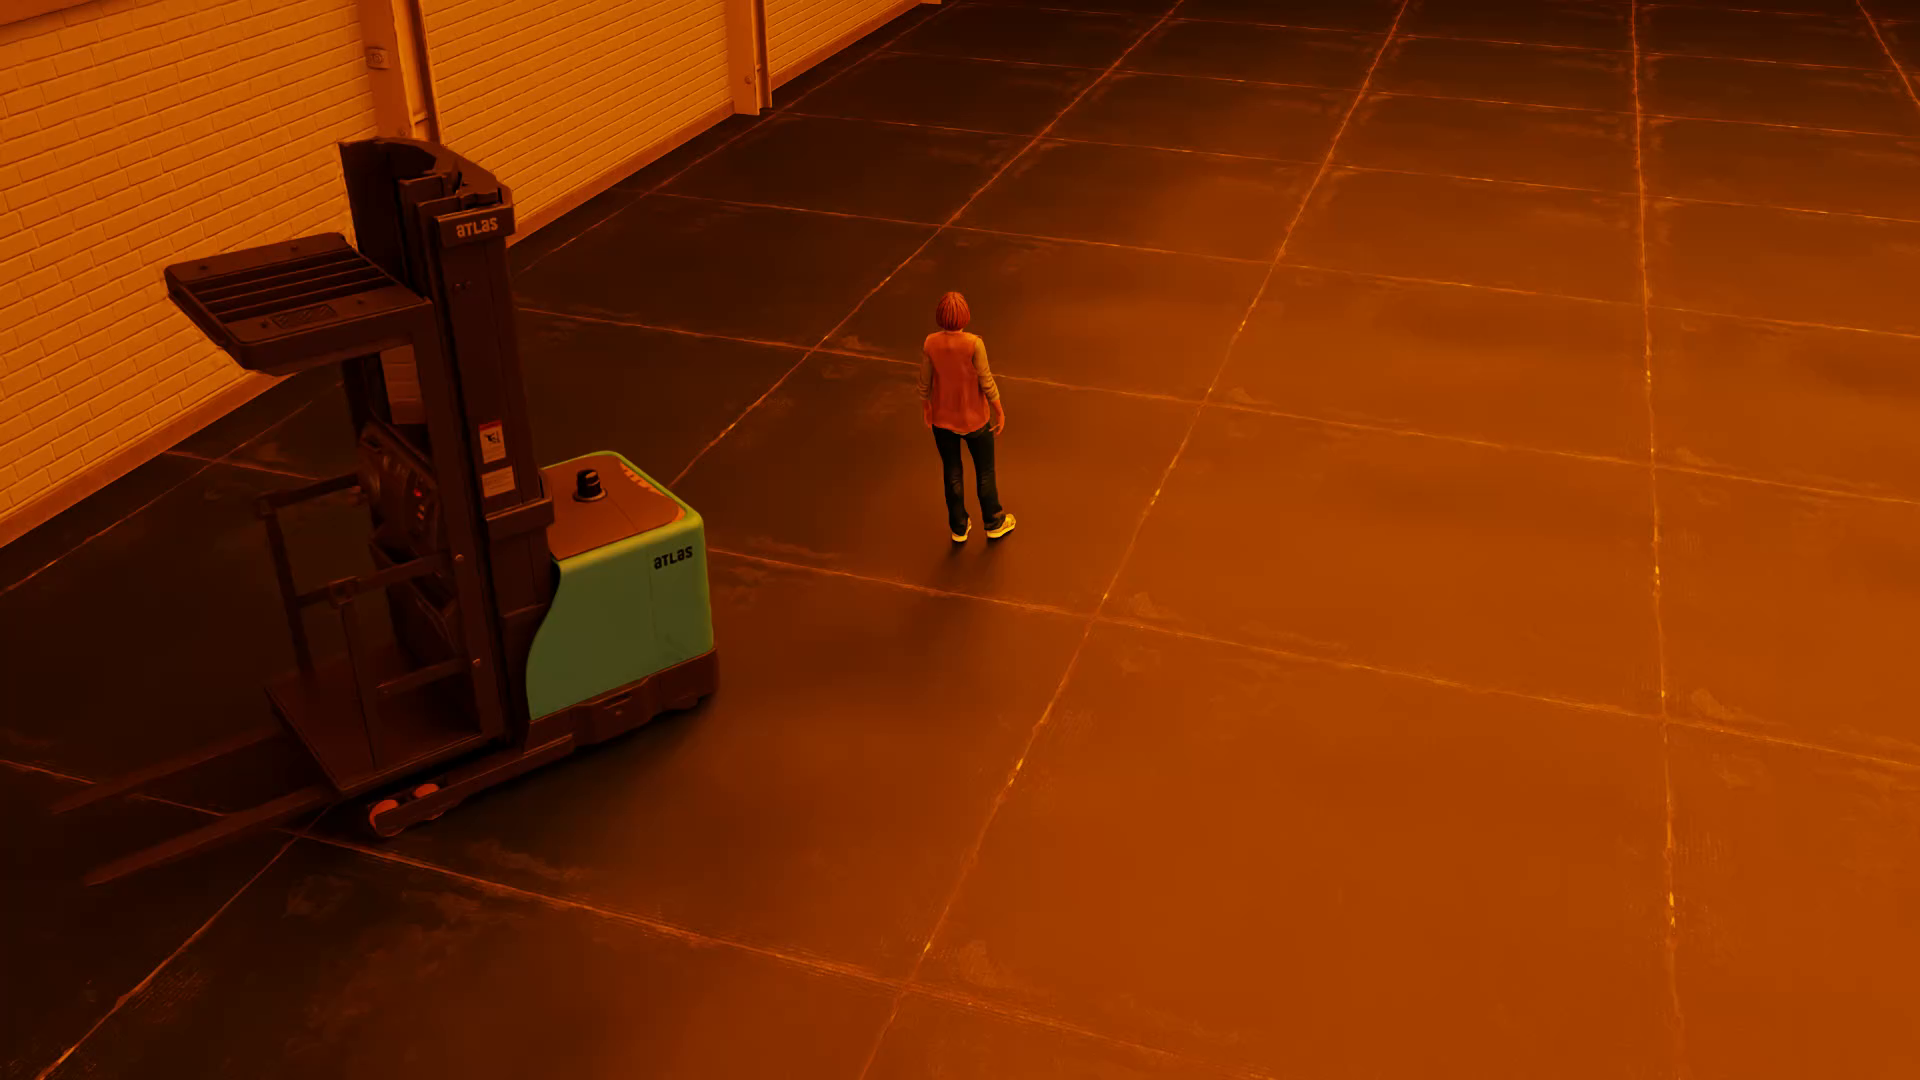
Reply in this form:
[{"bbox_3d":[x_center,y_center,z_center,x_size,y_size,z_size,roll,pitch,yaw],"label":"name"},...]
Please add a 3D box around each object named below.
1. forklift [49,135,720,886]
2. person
[{"bbox_3d":[-2.721,-0.200,7.487,3.031,2.935,1.130,-21,36,-32],"label":"forklift"},{"bbox_3d":[0.037,-0.733,9.755,0.521,1.599,0.473,10,31,16],"label":"person"}]
